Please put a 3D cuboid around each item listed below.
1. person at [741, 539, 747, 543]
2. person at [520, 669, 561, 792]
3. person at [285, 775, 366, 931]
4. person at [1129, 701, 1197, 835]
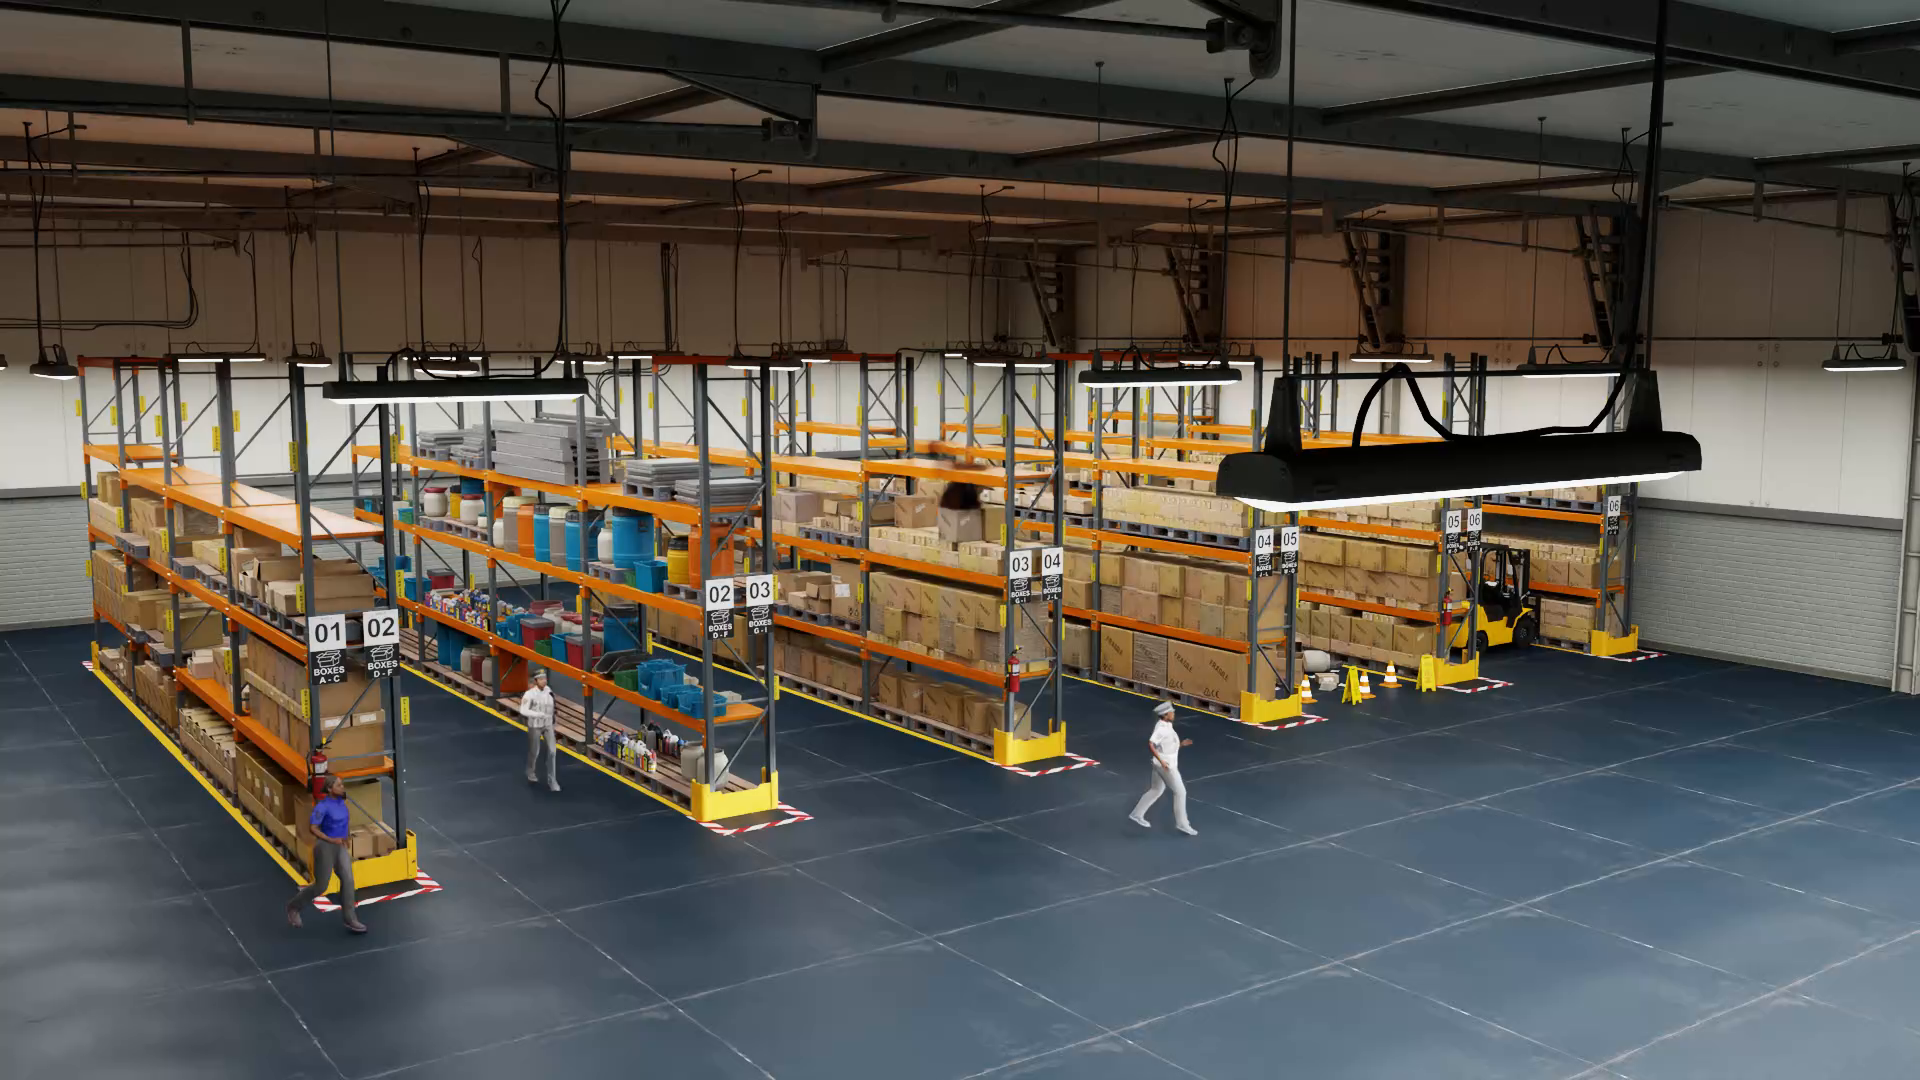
[{"bbox_3d":[-5.066,0.784,39.100,0.642,1.657,0.518,-2,7,-19],"label":"person"},{"bbox_3d":[-5.938,2.658,23.458,0.596,1.742,0.783,-5,9,-37],"label":"person"},{"bbox_3d":[-6.754,3.350,17.918,0.925,1.623,0.659,2,7,15],"label":"person"},{"bbox_3d":[2.607,2.909,21.251,0.863,1.729,0.562,0,7,-3],"label":"person"}]
